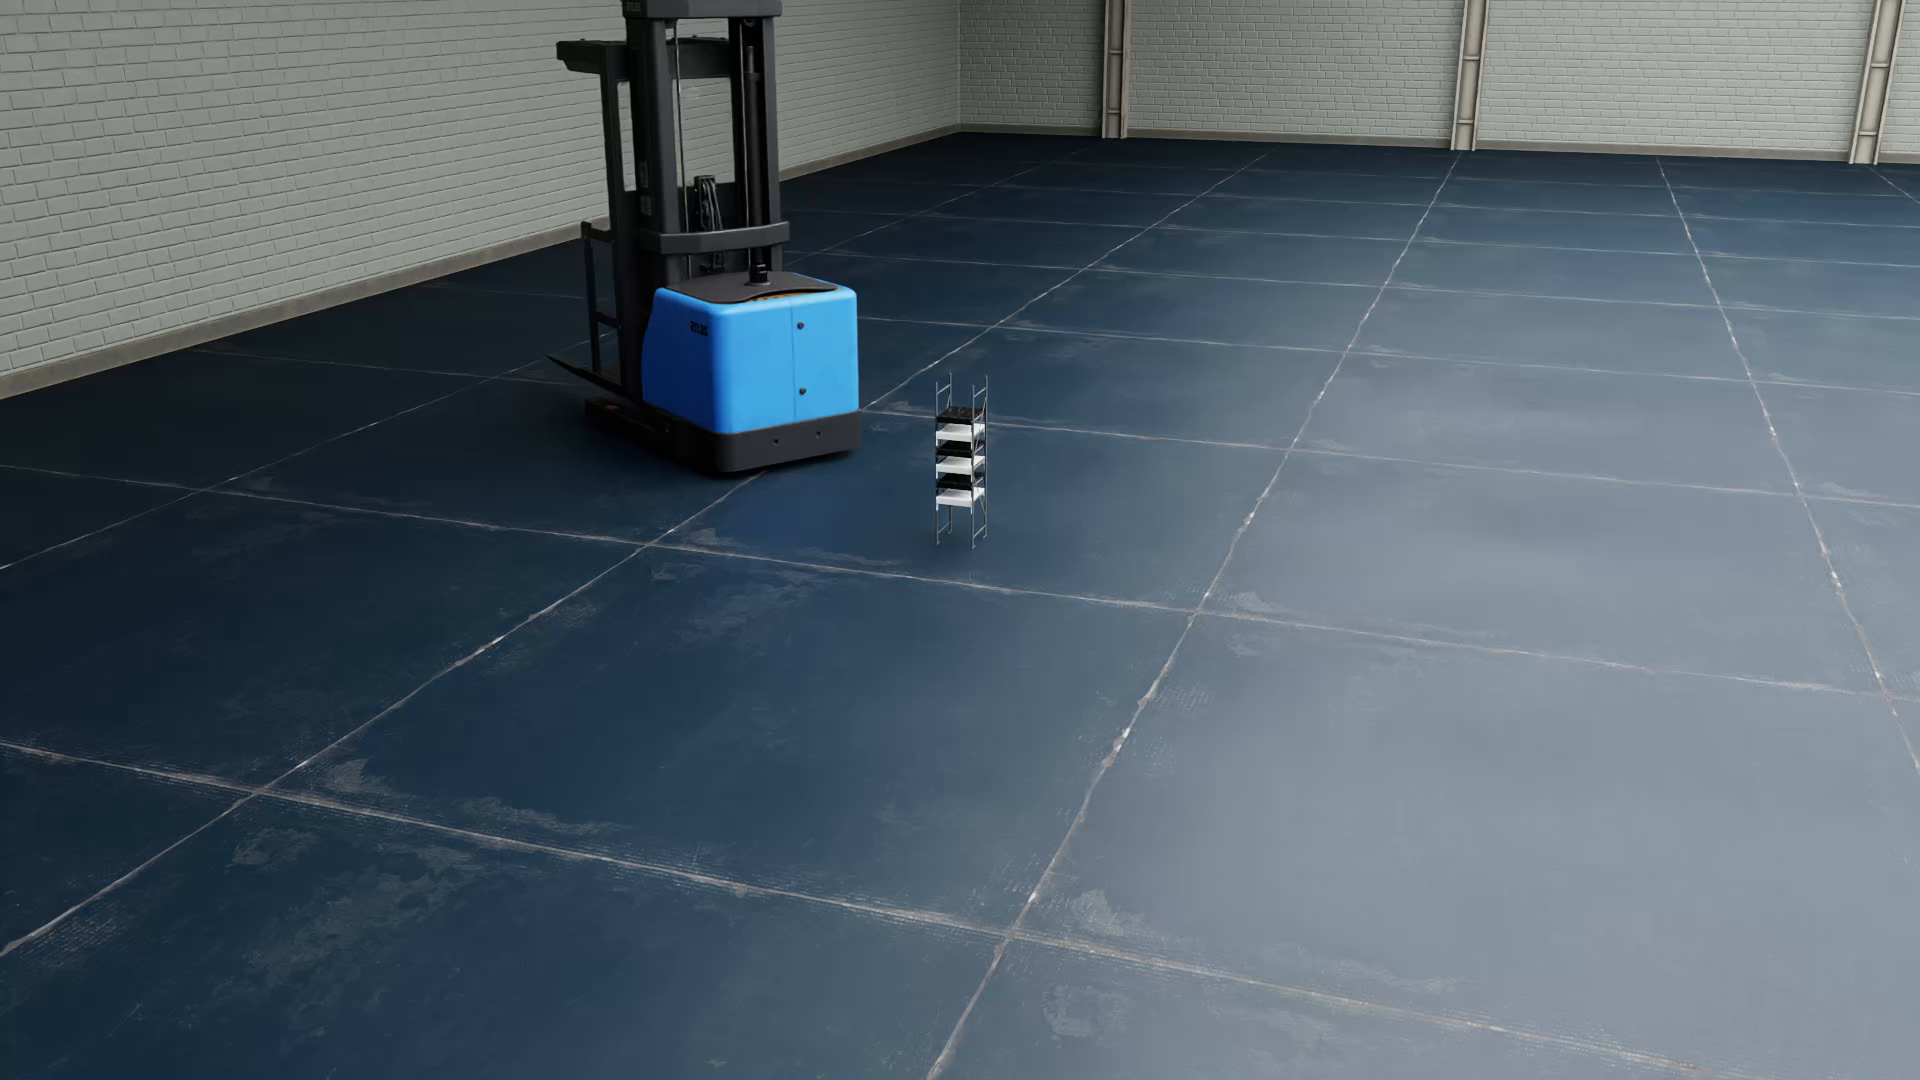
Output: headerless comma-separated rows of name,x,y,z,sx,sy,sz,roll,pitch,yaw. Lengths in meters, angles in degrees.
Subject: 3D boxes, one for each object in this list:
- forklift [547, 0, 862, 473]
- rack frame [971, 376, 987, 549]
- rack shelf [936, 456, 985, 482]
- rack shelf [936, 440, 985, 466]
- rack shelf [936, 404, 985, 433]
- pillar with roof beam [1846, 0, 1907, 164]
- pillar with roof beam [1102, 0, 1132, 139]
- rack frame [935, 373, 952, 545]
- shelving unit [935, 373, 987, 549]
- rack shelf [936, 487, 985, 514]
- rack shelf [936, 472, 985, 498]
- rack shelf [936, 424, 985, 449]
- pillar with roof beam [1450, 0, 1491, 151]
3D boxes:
forklift,-1.901,-2.213,10.972,1.130,2.935,3.031,-14,23,-34
rack frame,0.104,-0.413,8.894,0.006,0.900,0.240,7,20,18
rack shelf,0.008,-0.393,8.937,0.200,0.077,0.258,7,20,18
rack shelf,0.008,-0.478,8.907,0.200,0.077,0.258,7,20,18
rack shelf,0.008,-0.648,8.848,0.200,0.077,0.258,7,20,18
pillar with roof beam,12.683,-8.809,20.676,0.400,9.000,9.100,7,20,18
pillar with roof beam,1.347,-10.105,24.395,0.400,9.000,9.100,7,20,18
rack frame,-0.088,-0.435,8.957,0.006,0.900,0.240,7,20,18
shelving unit,0.008,-0.424,8.926,0.210,0.900,0.258,7,20,18
rack shelf,0.008,-0.223,8.996,0.200,0.077,0.258,7,20,18
rack shelf,0.008,-0.308,8.966,0.200,0.077,0.258,7,20,18
rack shelf,0.008,-0.563,8.877,0.200,0.077,0.258,7,20,18
pillar with roof beam,7.015,-9.457,22.536,0.400,9.000,9.100,7,20,18
